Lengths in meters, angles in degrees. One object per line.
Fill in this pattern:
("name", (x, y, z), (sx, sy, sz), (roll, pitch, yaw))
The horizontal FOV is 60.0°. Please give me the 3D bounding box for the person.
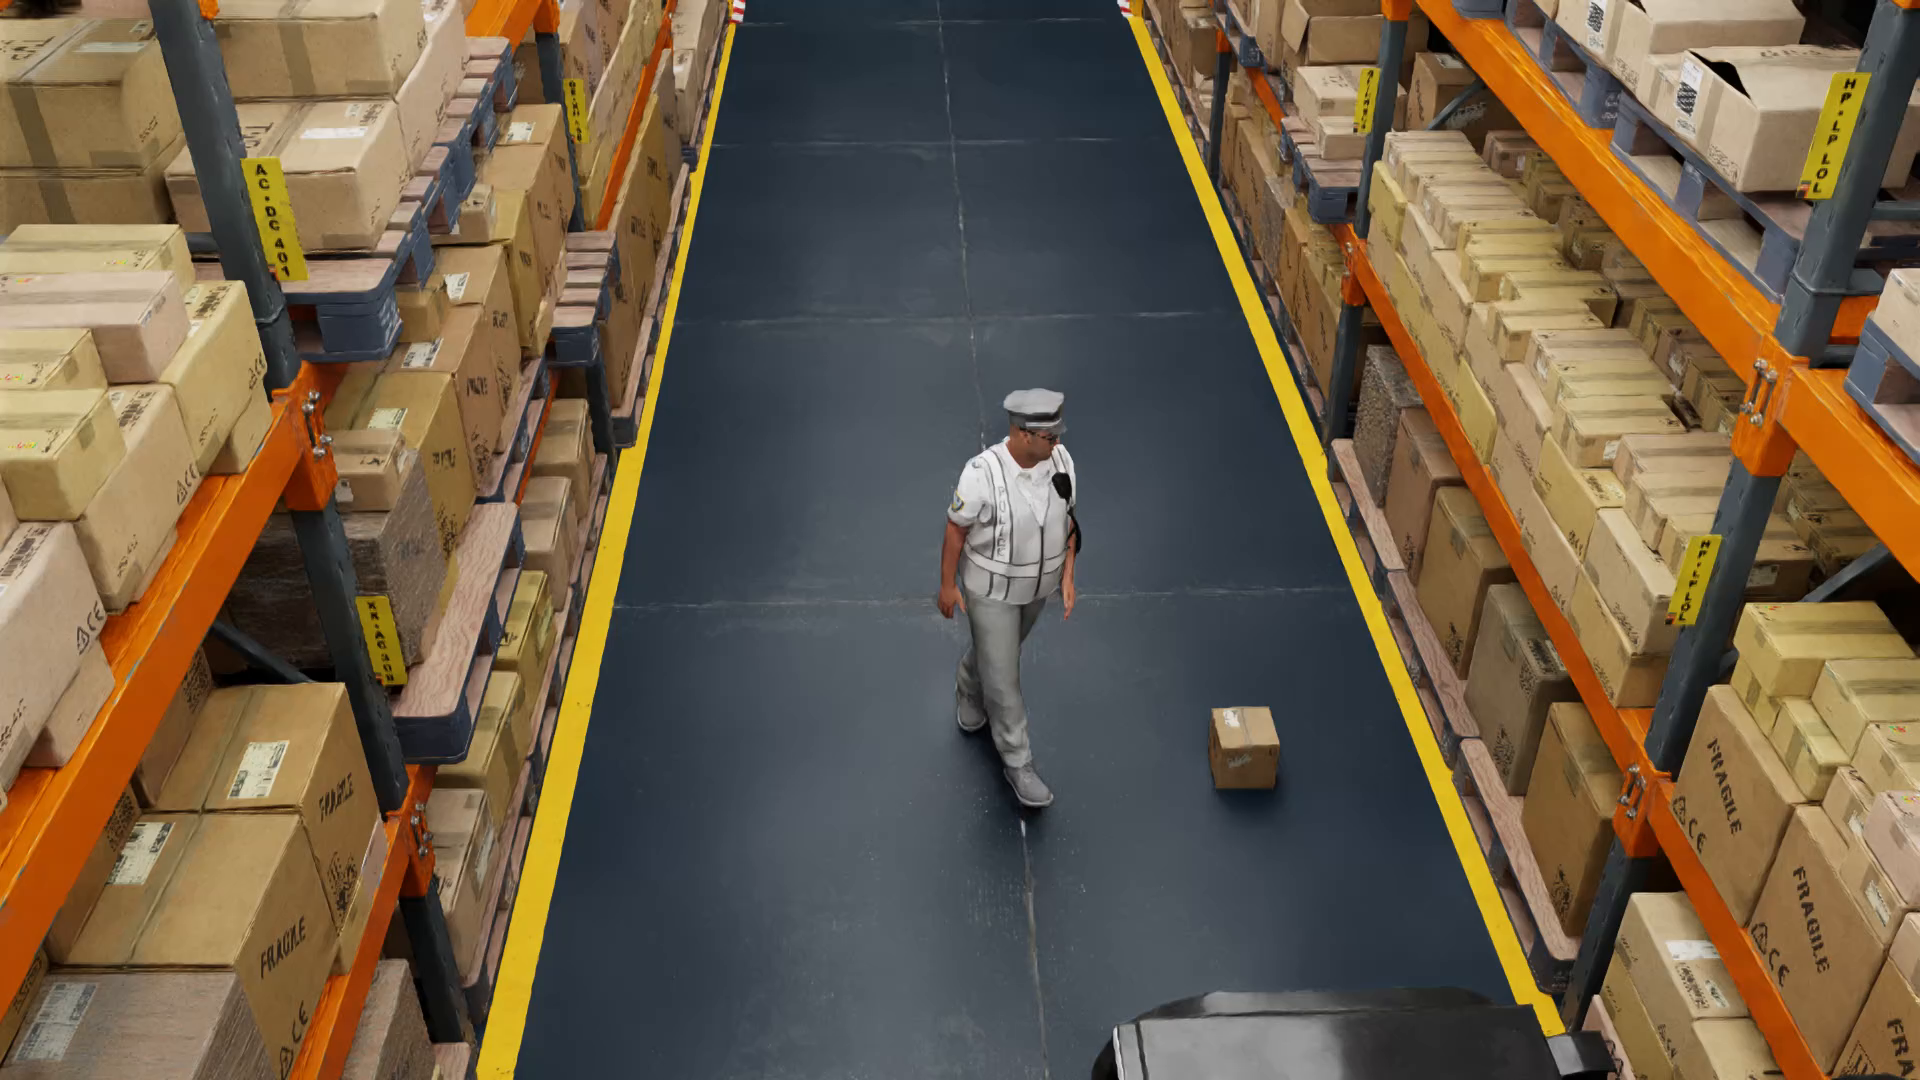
("person", (0.269, 0.198, 6.864), (0.593, 1.707, 0.903), (-21, 40, -27))
